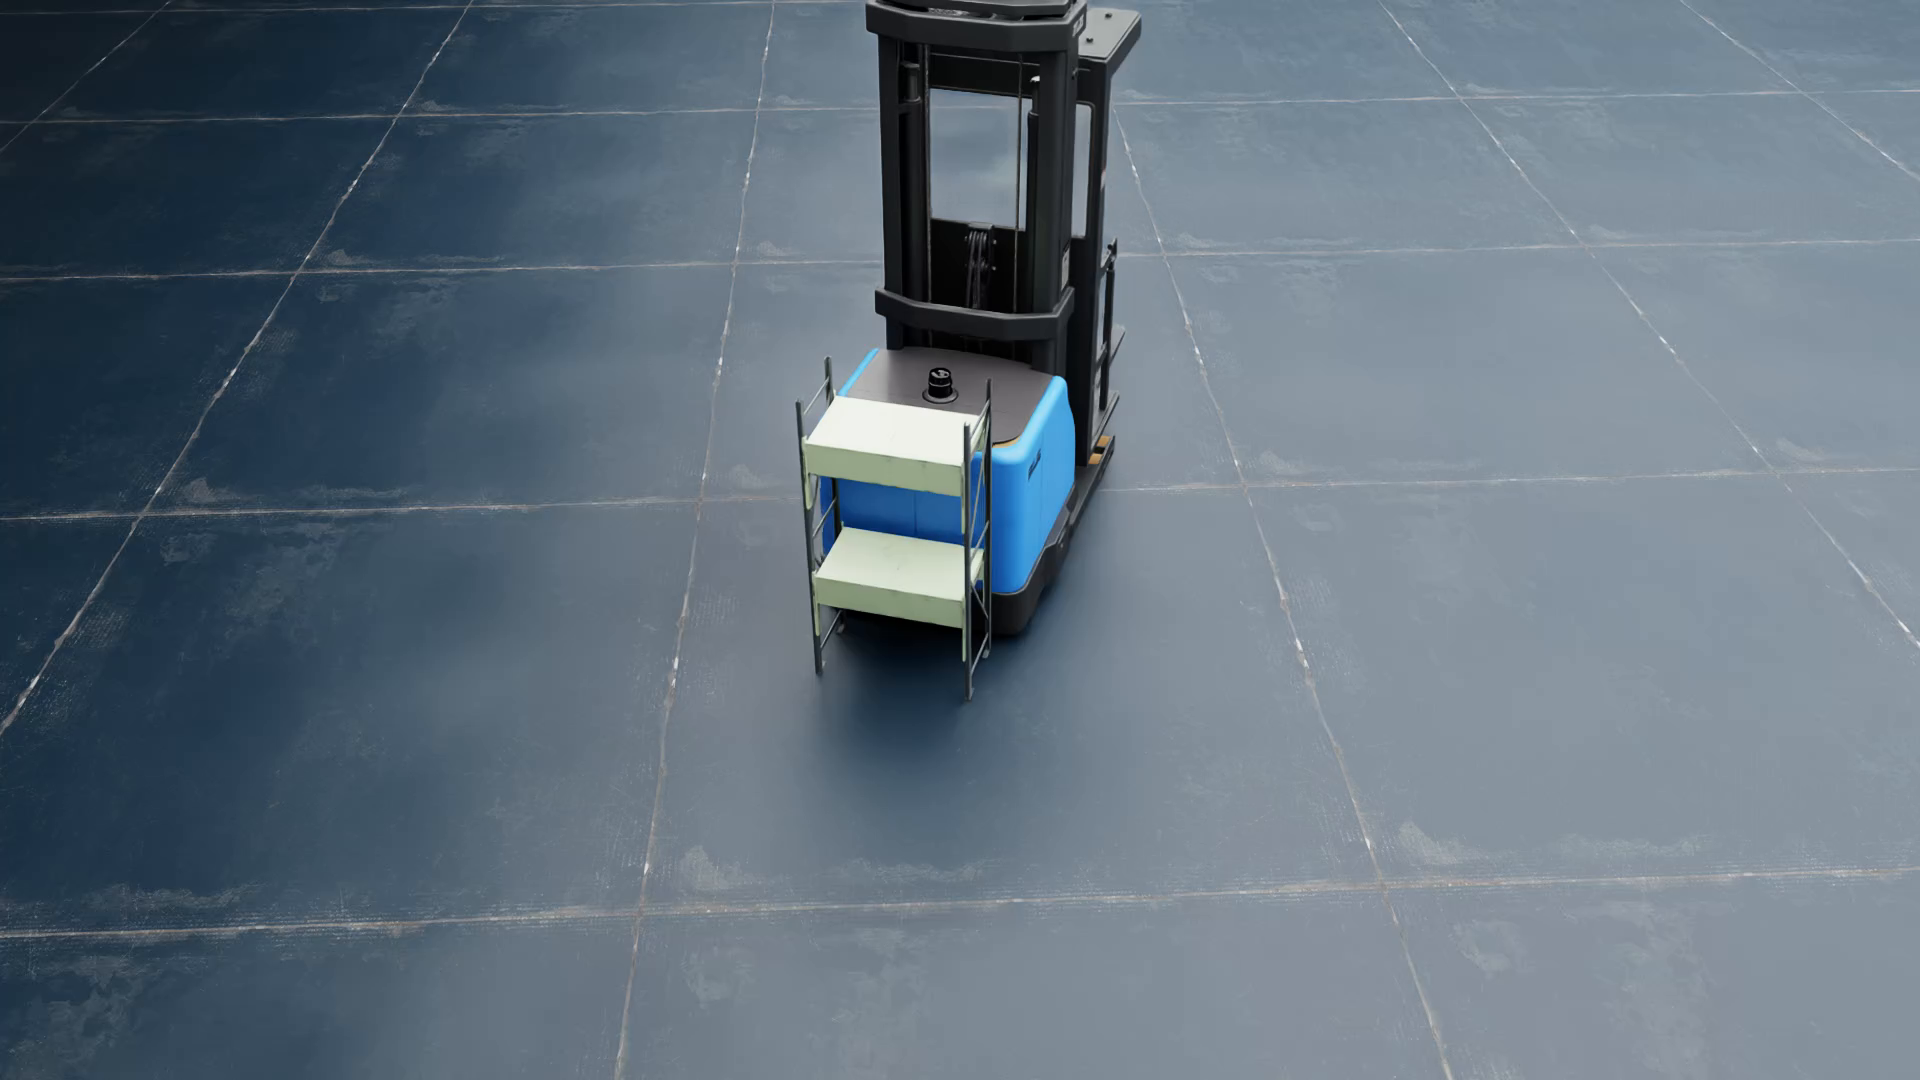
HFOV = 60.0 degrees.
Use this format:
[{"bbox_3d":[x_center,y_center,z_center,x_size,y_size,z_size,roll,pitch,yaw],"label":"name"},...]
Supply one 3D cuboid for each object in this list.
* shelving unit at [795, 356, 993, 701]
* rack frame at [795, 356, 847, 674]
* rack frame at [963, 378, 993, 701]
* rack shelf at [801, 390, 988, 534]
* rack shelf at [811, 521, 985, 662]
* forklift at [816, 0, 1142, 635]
[{"bbox_3d":[-0.271,-0.031,7.504,0.755,1.500,0.431,9,37,13],"label":"shelving unit"},{"bbox_3d":[-0.624,-0.087,7.585,0.023,1.500,0.400,9,37,13],"label":"rack frame"},{"bbox_3d":[0.082,0.025,7.423,0.023,1.500,0.400,9,37,13],"label":"rack frame"},{"bbox_3d":[-0.273,-0.347,7.275,0.720,0.370,0.431,9,37,13],"label":"rack shelf"},{"bbox_3d":[-0.269,0.233,7.695,0.720,0.370,0.431,9,37,13],"label":"rack shelf"},{"bbox_3d":[0.244,-1.585,8.501,1.130,2.935,3.031,10,36,14],"label":"forklift"}]
